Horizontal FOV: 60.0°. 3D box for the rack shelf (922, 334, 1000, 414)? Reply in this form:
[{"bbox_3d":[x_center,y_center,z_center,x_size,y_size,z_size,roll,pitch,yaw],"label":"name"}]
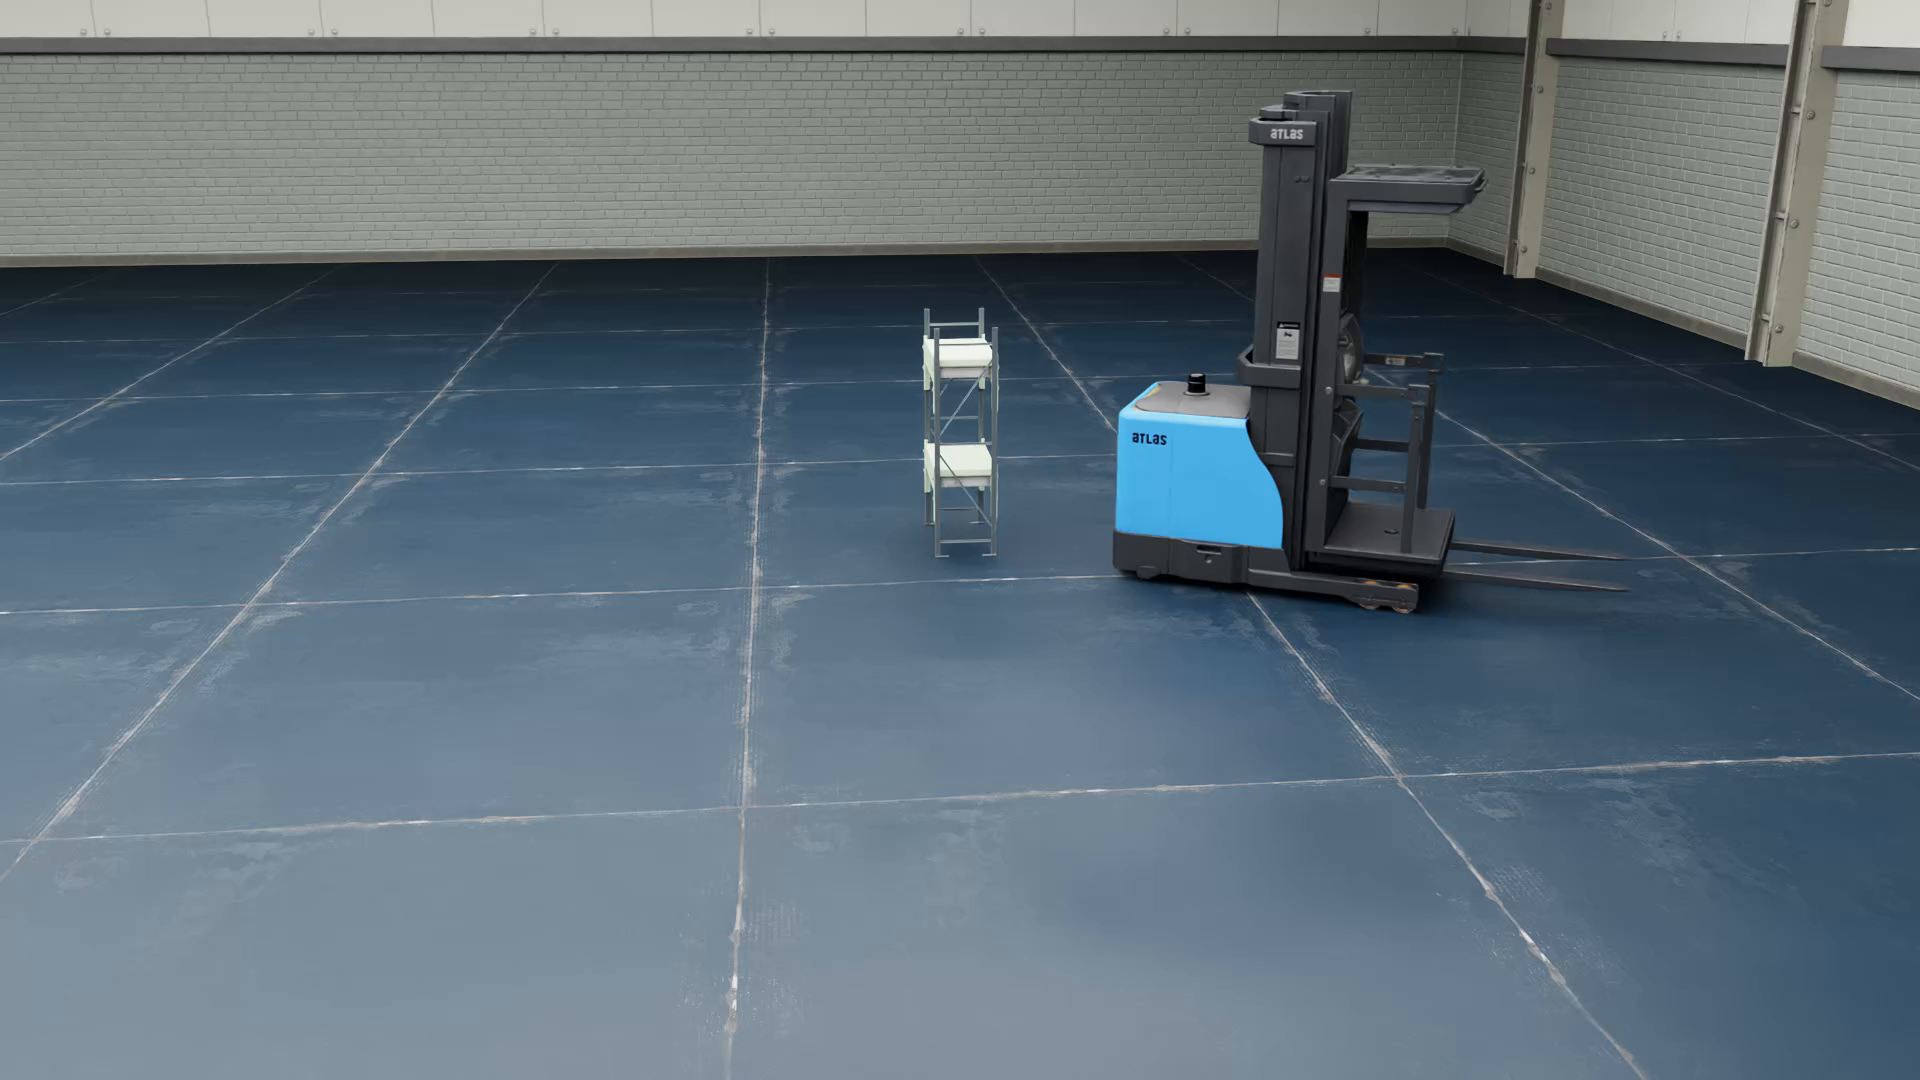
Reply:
[{"bbox_3d":[-0.001,-1.090,10.842,0.431,0.370,0.720,-2,18,-6],"label":"rack shelf"}]

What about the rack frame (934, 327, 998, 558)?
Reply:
[{"bbox_3d":[0.037,-0.609,10.611,0.400,1.500,0.023,-2,18,-6],"label":"rack frame"}]

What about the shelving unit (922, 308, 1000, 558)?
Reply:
[{"bbox_3d":[-0.001,-0.718,10.959,0.431,1.500,0.755,-2,18,-6],"label":"shelving unit"}]

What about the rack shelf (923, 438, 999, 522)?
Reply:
[{"bbox_3d":[-0.001,-0.407,11.056,0.431,0.370,0.720,-2,18,-6],"label":"rack shelf"}]

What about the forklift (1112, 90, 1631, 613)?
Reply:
[{"bbox_3d":[2.528,-1.147,9.936,3.031,2.935,1.130,6,18,19],"label":"forklift"}]

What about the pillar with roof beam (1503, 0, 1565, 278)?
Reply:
[{"bbox_3d":[3.338,-7.756,20.857,9.100,9.000,0.400,-2,18,-6],"label":"pillar with roof beam"}]

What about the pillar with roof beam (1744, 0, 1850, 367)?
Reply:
[{"bbox_3d":[3.957,-5.968,15.163,9.100,9.000,0.400,-2,18,-6],"label":"pillar with roof beam"}]

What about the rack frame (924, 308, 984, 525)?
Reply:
[{"bbox_3d":[-0.038,-0.827,11.306,0.400,1.500,0.023,-2,18,-6],"label":"rack frame"}]
